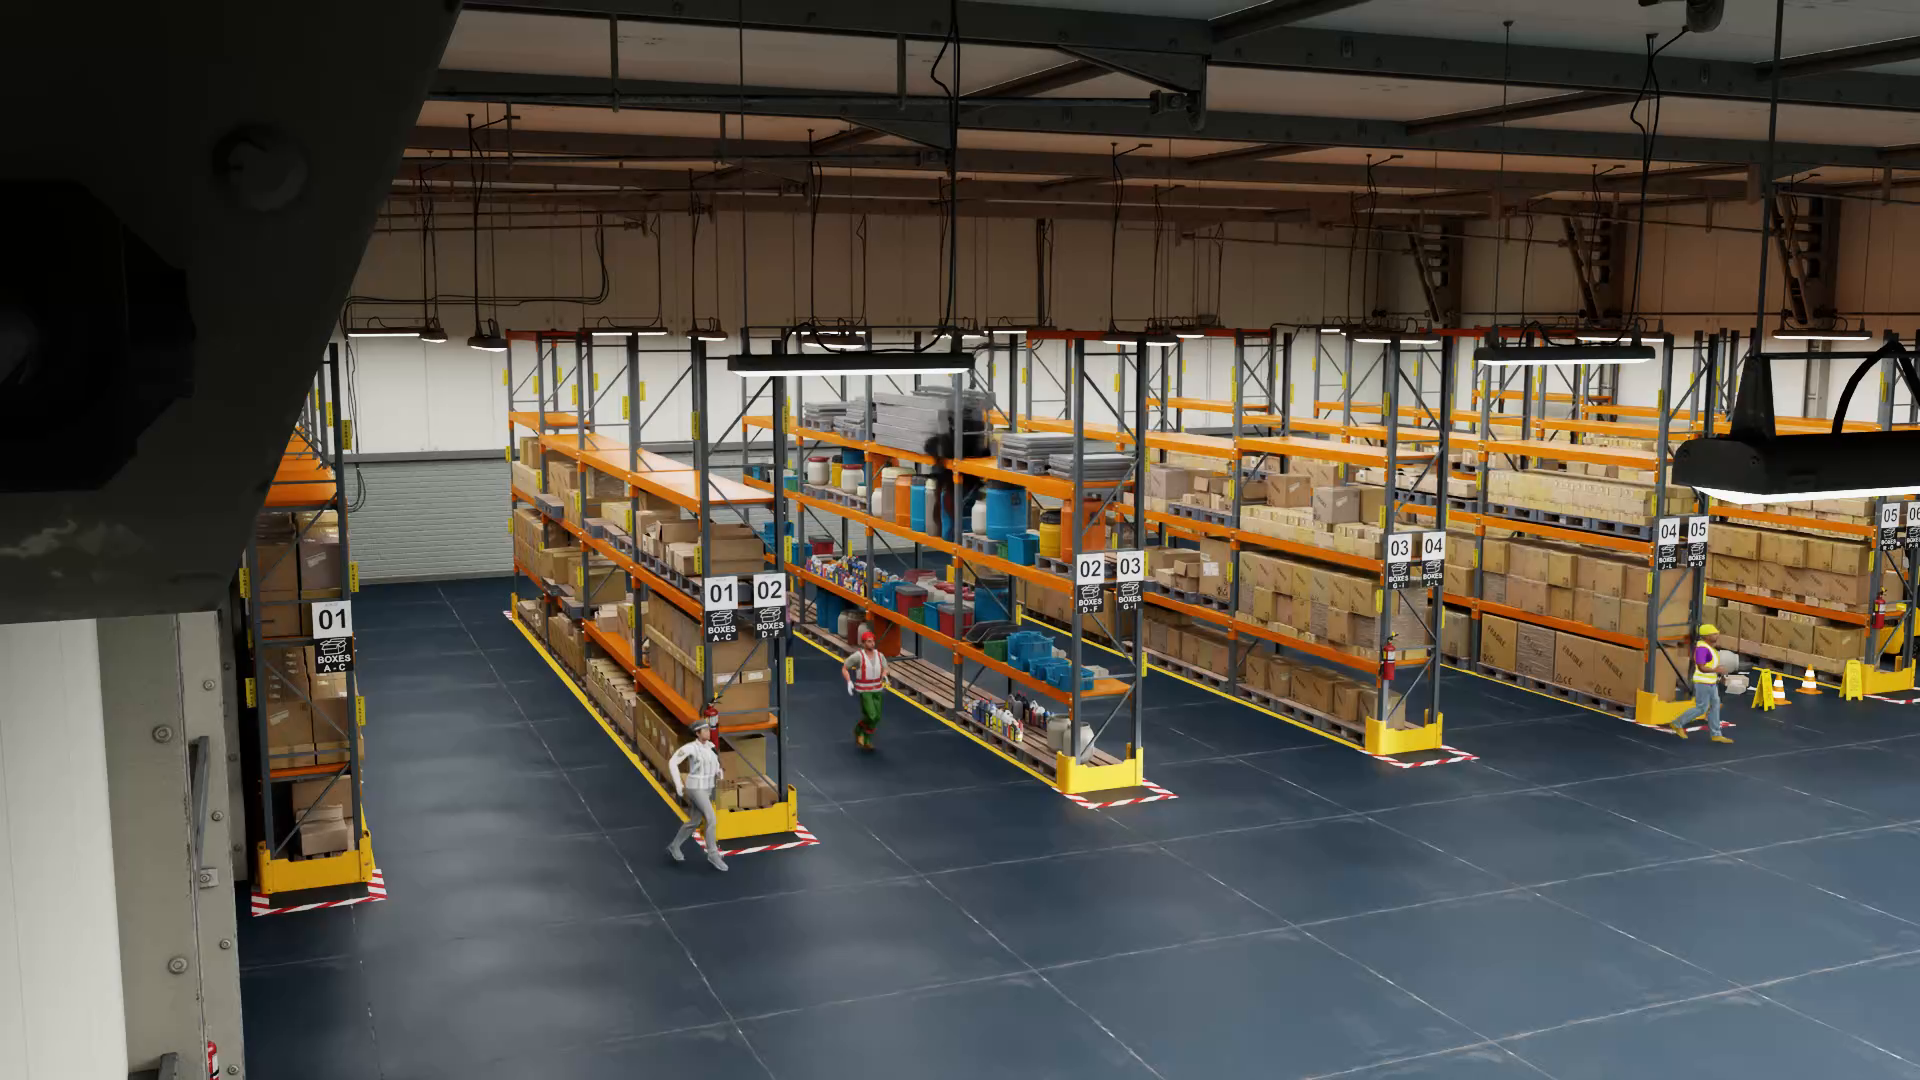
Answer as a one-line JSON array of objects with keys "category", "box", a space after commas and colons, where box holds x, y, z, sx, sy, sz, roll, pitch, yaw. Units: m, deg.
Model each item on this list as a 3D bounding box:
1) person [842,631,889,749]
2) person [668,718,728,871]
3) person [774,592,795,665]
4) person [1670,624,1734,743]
[{"category": "person", "box": [-1.290, 2.193, 24.043, 0.664, 1.739, 0.603, -5, 9, -35]}, {"category": "person", "box": [-2.948, 2.893, 19.189, 0.822, 1.690, 0.610, 4, 9, 26]}, {"category": "person", "box": [-3.187, 1.512, 29.789, 0.546, 1.550, 0.635, -3, 8, -18]}, {"category": "person", "box": [10.997, 2.108, 24.557, 0.871, 1.759, 0.719, 5, 9, 31]}]
